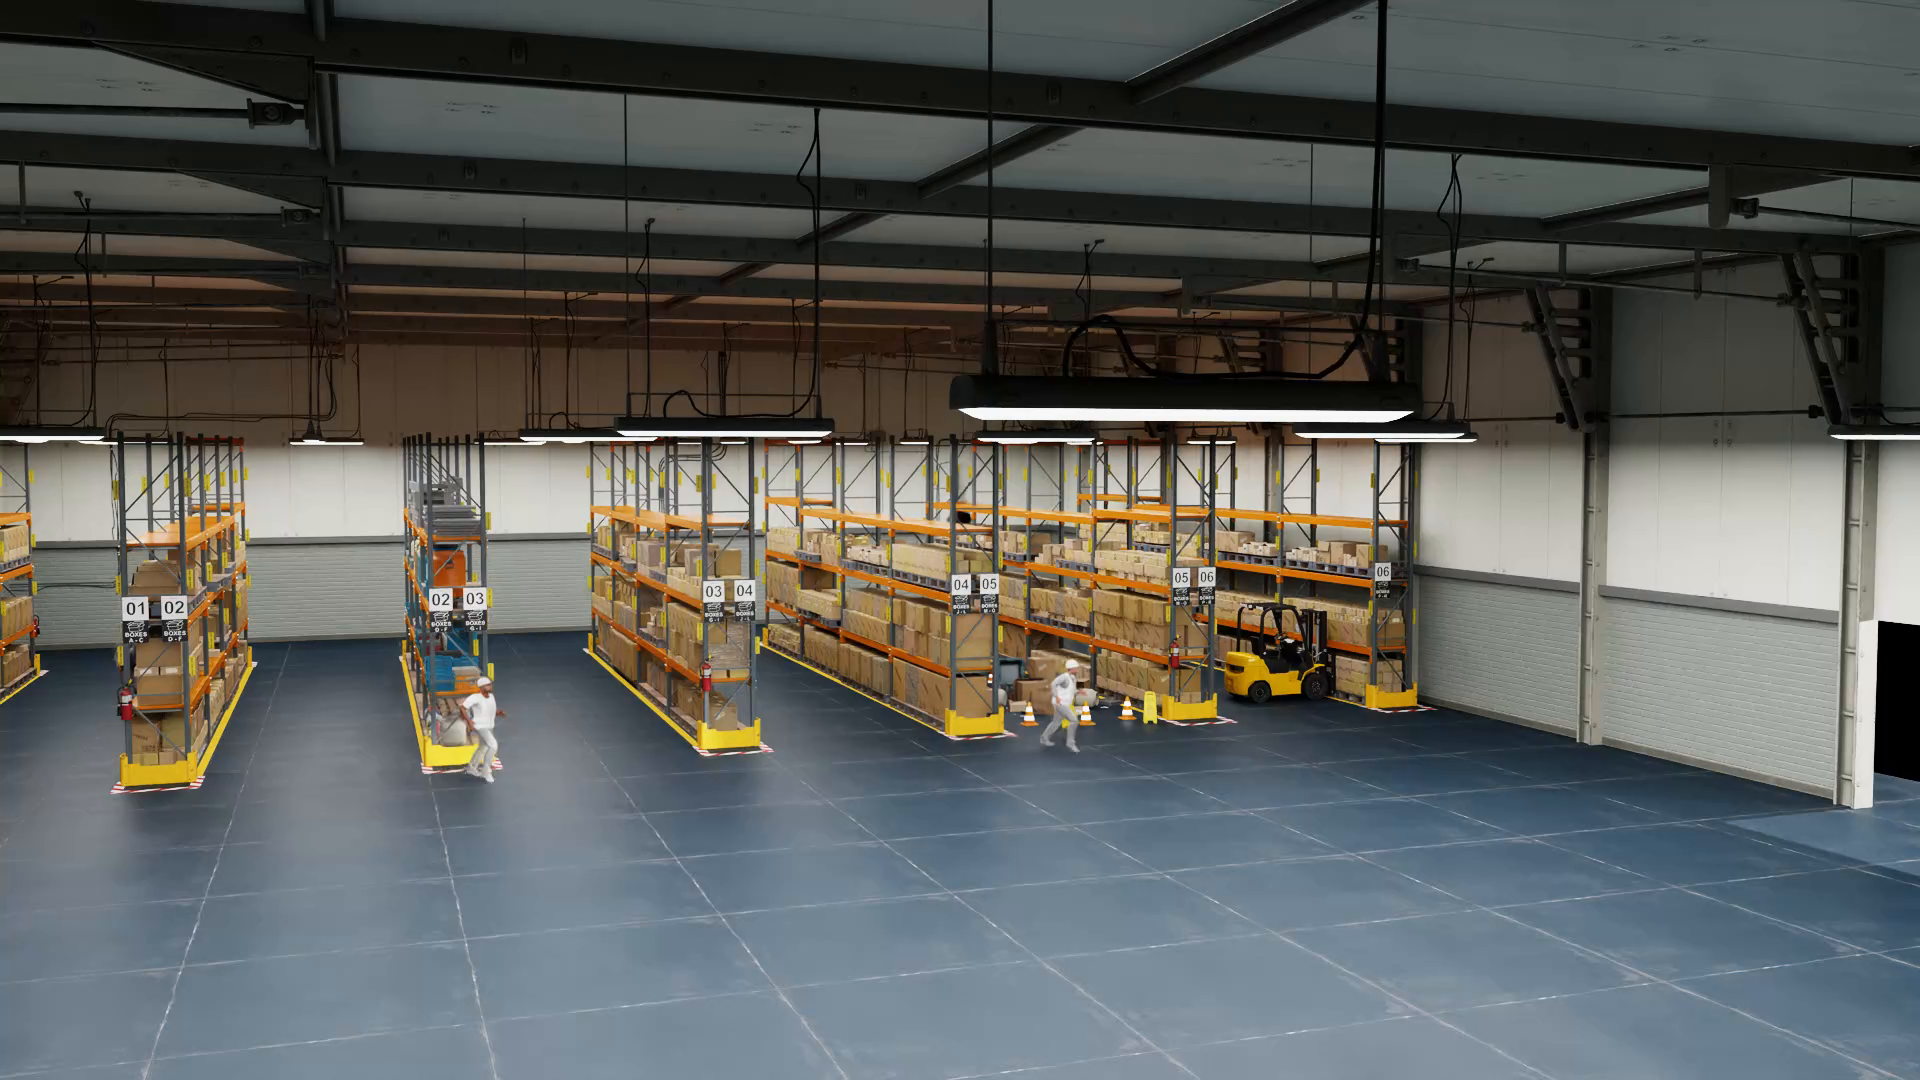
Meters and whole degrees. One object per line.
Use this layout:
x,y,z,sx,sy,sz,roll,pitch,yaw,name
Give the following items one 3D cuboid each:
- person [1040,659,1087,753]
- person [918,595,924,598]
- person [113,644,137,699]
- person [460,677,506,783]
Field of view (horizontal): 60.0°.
1.920,3.129,31.436,0.910,1.771,0.677,1,3,21,person
-1.043,2.384,44.324,0.661,1.840,0.804,-1,3,-15,person
-18.064,2.871,36.183,0.651,1.675,0.586,-1,3,-25,person
-8.202,3.258,28.628,0.745,1.809,0.691,1,3,17,person
